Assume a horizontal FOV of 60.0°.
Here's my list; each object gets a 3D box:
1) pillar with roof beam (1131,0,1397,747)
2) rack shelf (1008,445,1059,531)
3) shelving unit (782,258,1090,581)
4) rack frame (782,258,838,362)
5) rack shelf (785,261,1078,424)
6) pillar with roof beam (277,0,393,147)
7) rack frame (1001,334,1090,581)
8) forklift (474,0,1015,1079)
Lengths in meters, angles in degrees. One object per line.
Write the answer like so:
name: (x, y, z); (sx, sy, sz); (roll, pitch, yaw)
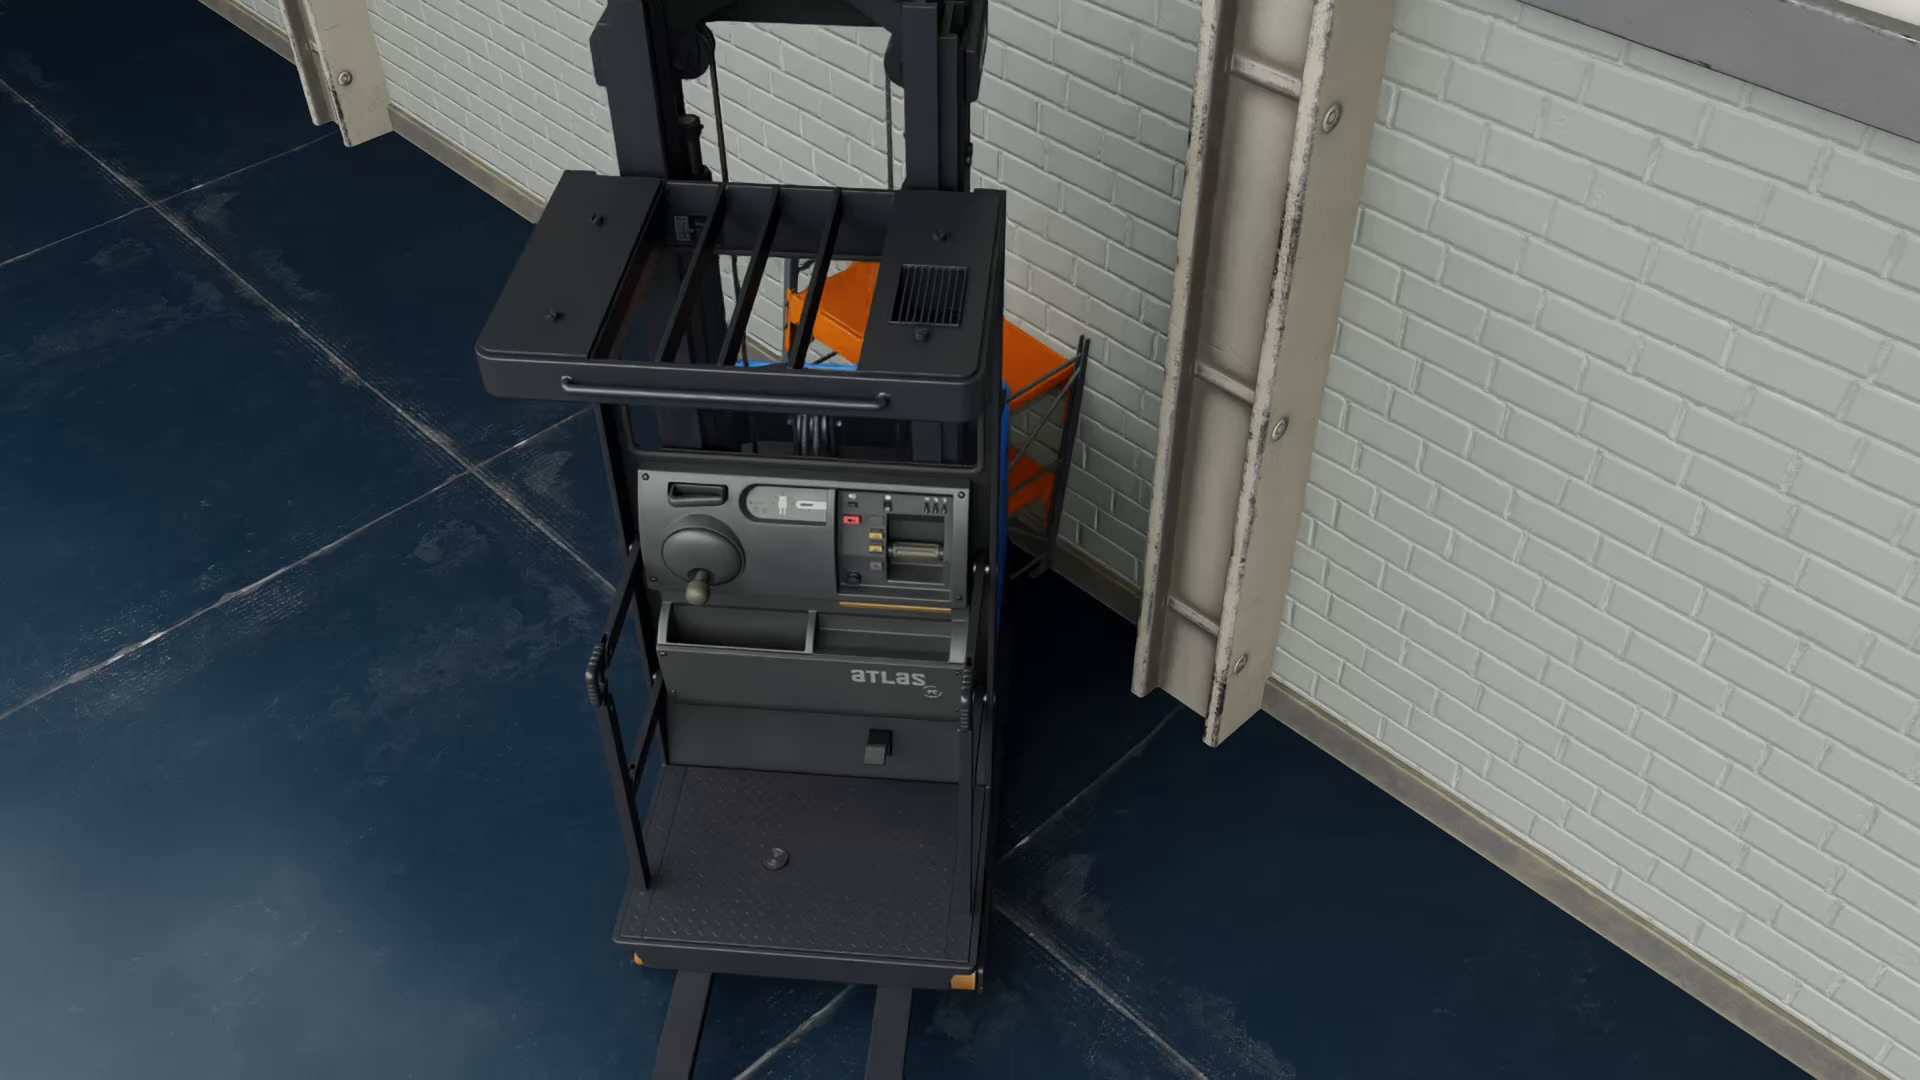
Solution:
pillar with roof beam: (-2.172, -0.666, 0.840); (9.100, 9.000, 0.400); (-34, 53, -31)
rack shelf: (-0.157, -0.287, 6.457); (1.000, 0.278, 0.538); (35, 50, 27)
shelving unit: (-0.134, -0.465, 6.291); (1.048, 1.125, 0.538); (35, 50, 27)
rack frame: (-0.504, -0.728, 6.521); (0.032, 1.125, 0.500); (35, 50, 27)
rack shelf: (-0.107, -0.677, 6.092); (1.000, 0.278, 0.538); (35, 50, 27)
pillar with roof beam: (-6.409, -3.549, 3.960); (9.100, 9.000, 0.400); (-34, 53, -31)
rack frame: (0.235, -0.202, 6.061); (0.032, 1.125, 0.500); (35, 50, 27)
forklift: (-0.454, 0.088, 4.495); (1.130, 2.935, 3.031); (3, 43, 4)
